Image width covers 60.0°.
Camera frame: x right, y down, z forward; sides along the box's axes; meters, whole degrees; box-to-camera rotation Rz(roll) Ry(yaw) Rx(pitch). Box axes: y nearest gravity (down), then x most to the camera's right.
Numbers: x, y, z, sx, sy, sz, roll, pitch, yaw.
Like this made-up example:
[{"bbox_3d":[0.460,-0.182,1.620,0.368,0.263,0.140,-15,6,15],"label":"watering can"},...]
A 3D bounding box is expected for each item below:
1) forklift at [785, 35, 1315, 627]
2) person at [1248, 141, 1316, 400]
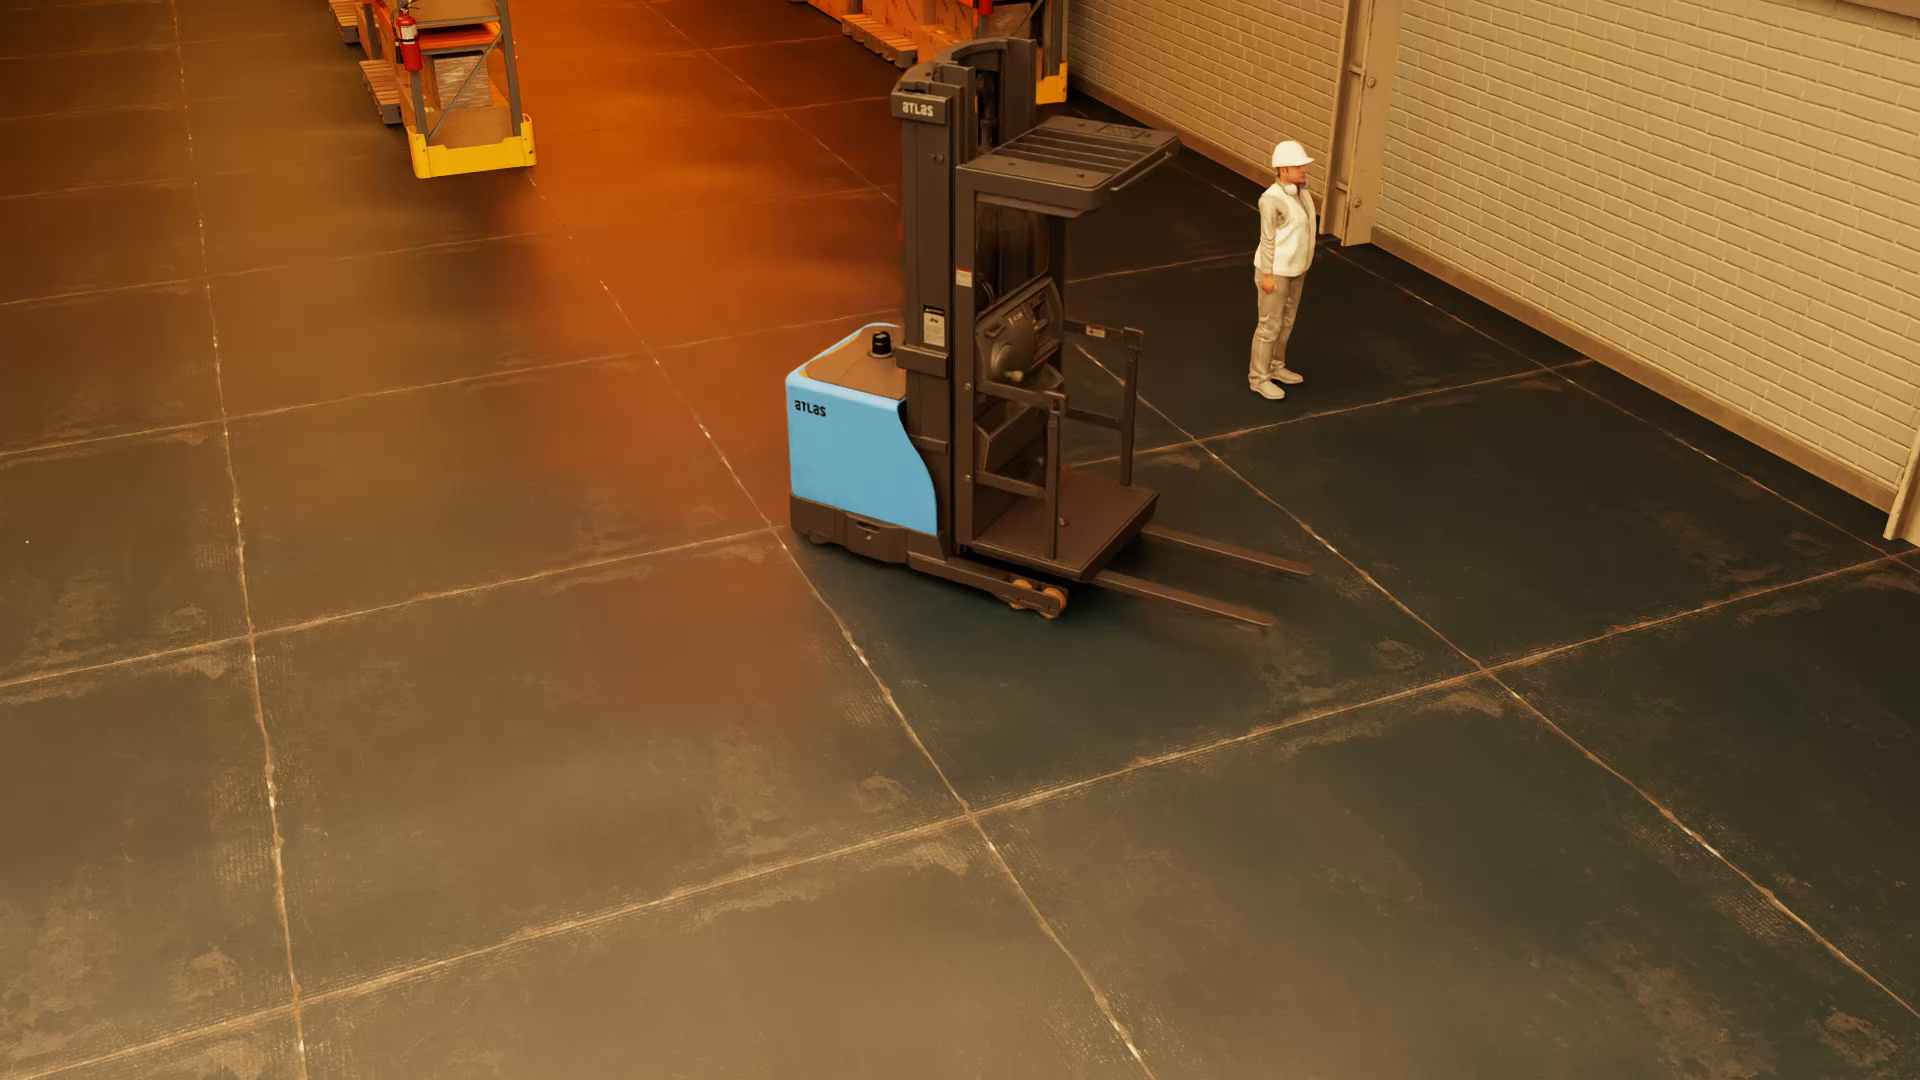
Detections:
[{"bbox_3d":[0.510,-1.136,9.107,3.031,2.935,1.130,16,33,25],"label":"forklift"},{"bbox_3d":[2.267,-1.898,11.607,0.375,1.776,0.525,19,35,30],"label":"person"}]
